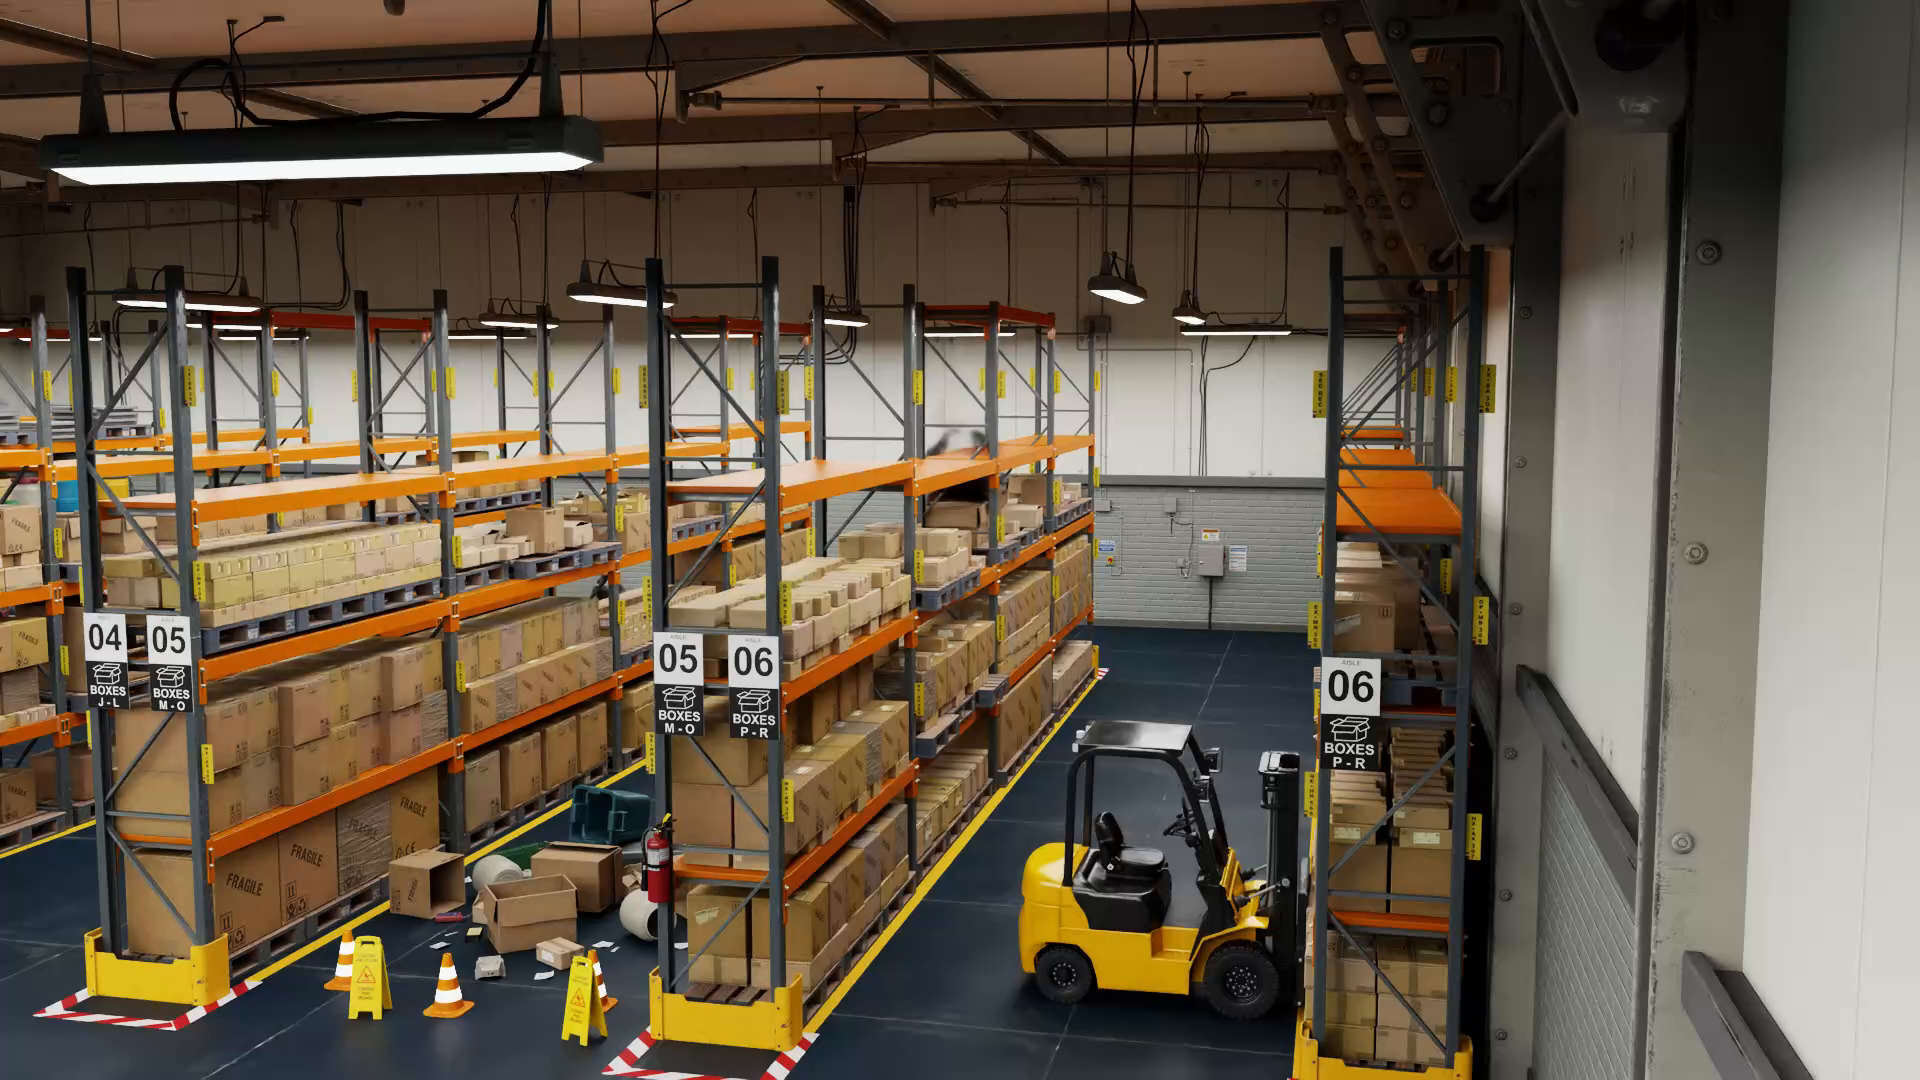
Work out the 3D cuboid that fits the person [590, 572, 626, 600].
[{"bbox_3d":[-6.369,1.282,30.339,0.698,1.635,0.519,-3,7,-30],"label":"person"}]
